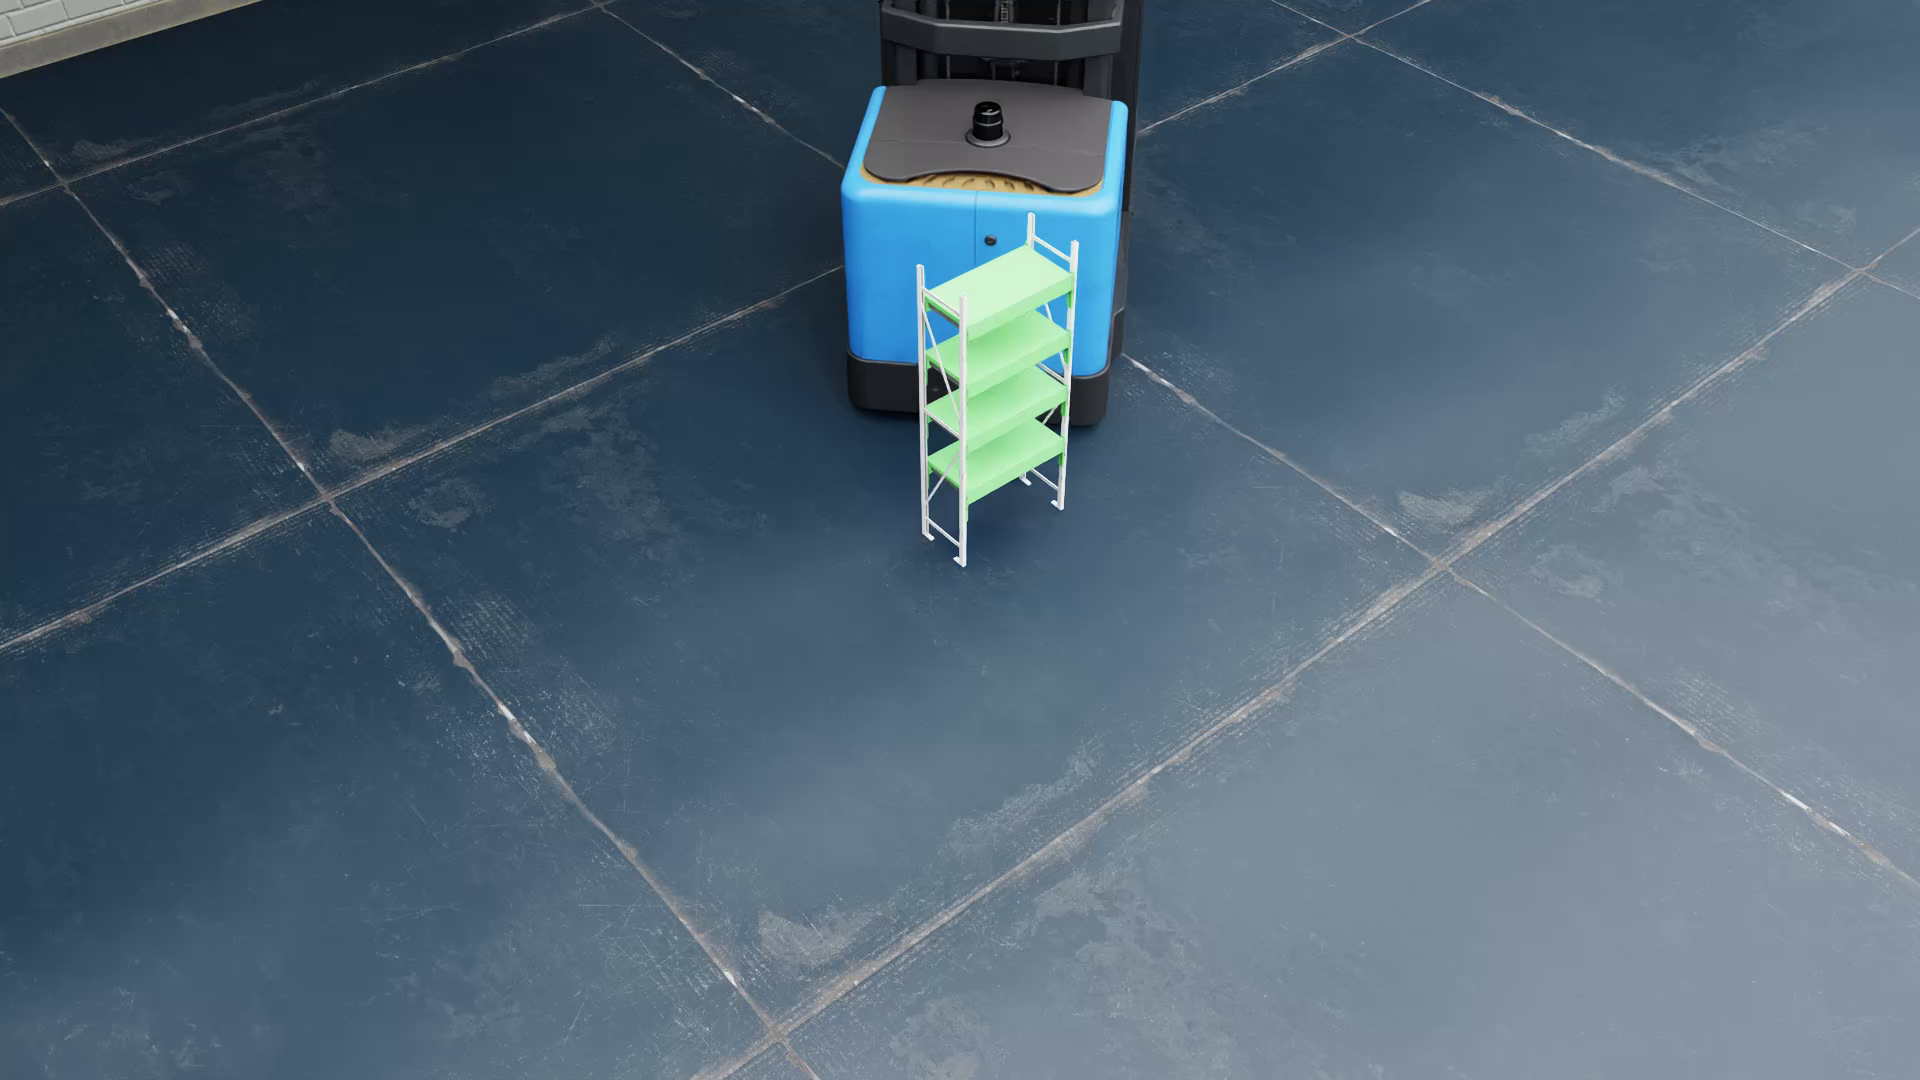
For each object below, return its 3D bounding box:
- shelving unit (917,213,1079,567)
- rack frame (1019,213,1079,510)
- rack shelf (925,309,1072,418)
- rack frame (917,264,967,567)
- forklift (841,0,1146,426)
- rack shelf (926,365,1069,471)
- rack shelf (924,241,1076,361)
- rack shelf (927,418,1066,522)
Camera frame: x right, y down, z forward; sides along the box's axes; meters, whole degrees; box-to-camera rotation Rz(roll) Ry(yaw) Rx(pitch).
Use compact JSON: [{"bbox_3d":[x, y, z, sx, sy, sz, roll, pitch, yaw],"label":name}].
[{"bbox_3d":[0.127,-0.510,5.917,0.503,1.200,0.258,-30,51,-28],"label":"shelving unit"},{"bbox_3d":[0.314,-0.617,6.031,0.015,1.200,0.240,-30,51,-28],"label":"rack frame"},{"bbox_3d":[0.127,-0.638,5.796,0.480,0.148,0.258,-30,51,-28],"label":"rack shelf"},{"bbox_3d":[-0.060,-0.403,5.803,0.015,1.200,0.240,-30,51,-28],"label":"rack frame"},{"bbox_3d":[0.244,-2.535,6.808,1.130,2.935,3.031,5,43,5],"label":"forklift"},{"bbox_3d":[0.127,-0.463,5.960,0.480,0.148,0.258,-30,51,-28],"label":"rack shelf"},{"bbox_3d":[0.127,-0.813,5.632,0.480,0.148,0.258,-30,51,-28],"label":"rack shelf"},{"bbox_3d":[0.127,-0.289,6.125,0.480,0.148,0.258,-30,51,-28],"label":"rack shelf"}]
